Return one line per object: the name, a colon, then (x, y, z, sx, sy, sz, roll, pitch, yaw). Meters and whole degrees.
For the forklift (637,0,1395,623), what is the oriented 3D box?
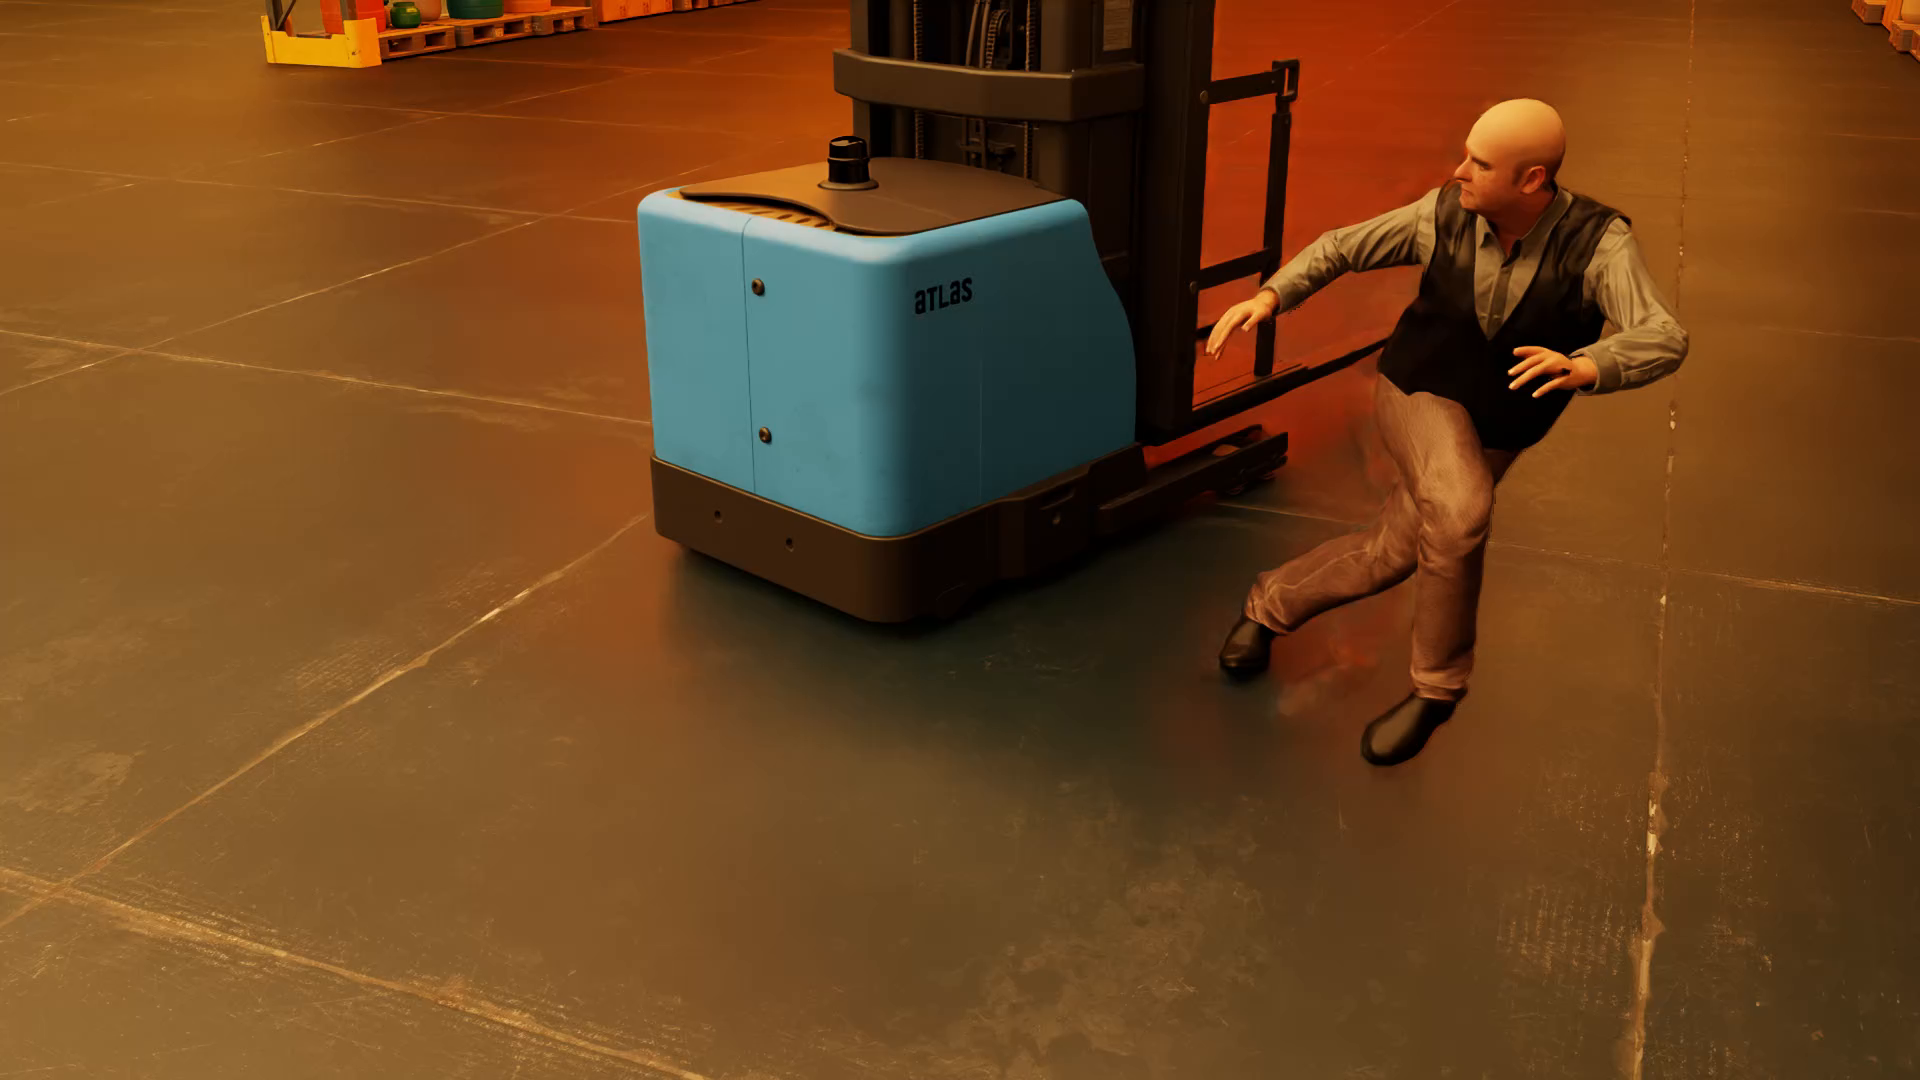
forklift: (0.452, -1.616, 5.159, 1.130, 2.935, 3.031, 19, 30, 39)

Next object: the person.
person: (1.024, -0.240, 3.718, 0.960, 1.476, 0.928, 3, 23, 8)
